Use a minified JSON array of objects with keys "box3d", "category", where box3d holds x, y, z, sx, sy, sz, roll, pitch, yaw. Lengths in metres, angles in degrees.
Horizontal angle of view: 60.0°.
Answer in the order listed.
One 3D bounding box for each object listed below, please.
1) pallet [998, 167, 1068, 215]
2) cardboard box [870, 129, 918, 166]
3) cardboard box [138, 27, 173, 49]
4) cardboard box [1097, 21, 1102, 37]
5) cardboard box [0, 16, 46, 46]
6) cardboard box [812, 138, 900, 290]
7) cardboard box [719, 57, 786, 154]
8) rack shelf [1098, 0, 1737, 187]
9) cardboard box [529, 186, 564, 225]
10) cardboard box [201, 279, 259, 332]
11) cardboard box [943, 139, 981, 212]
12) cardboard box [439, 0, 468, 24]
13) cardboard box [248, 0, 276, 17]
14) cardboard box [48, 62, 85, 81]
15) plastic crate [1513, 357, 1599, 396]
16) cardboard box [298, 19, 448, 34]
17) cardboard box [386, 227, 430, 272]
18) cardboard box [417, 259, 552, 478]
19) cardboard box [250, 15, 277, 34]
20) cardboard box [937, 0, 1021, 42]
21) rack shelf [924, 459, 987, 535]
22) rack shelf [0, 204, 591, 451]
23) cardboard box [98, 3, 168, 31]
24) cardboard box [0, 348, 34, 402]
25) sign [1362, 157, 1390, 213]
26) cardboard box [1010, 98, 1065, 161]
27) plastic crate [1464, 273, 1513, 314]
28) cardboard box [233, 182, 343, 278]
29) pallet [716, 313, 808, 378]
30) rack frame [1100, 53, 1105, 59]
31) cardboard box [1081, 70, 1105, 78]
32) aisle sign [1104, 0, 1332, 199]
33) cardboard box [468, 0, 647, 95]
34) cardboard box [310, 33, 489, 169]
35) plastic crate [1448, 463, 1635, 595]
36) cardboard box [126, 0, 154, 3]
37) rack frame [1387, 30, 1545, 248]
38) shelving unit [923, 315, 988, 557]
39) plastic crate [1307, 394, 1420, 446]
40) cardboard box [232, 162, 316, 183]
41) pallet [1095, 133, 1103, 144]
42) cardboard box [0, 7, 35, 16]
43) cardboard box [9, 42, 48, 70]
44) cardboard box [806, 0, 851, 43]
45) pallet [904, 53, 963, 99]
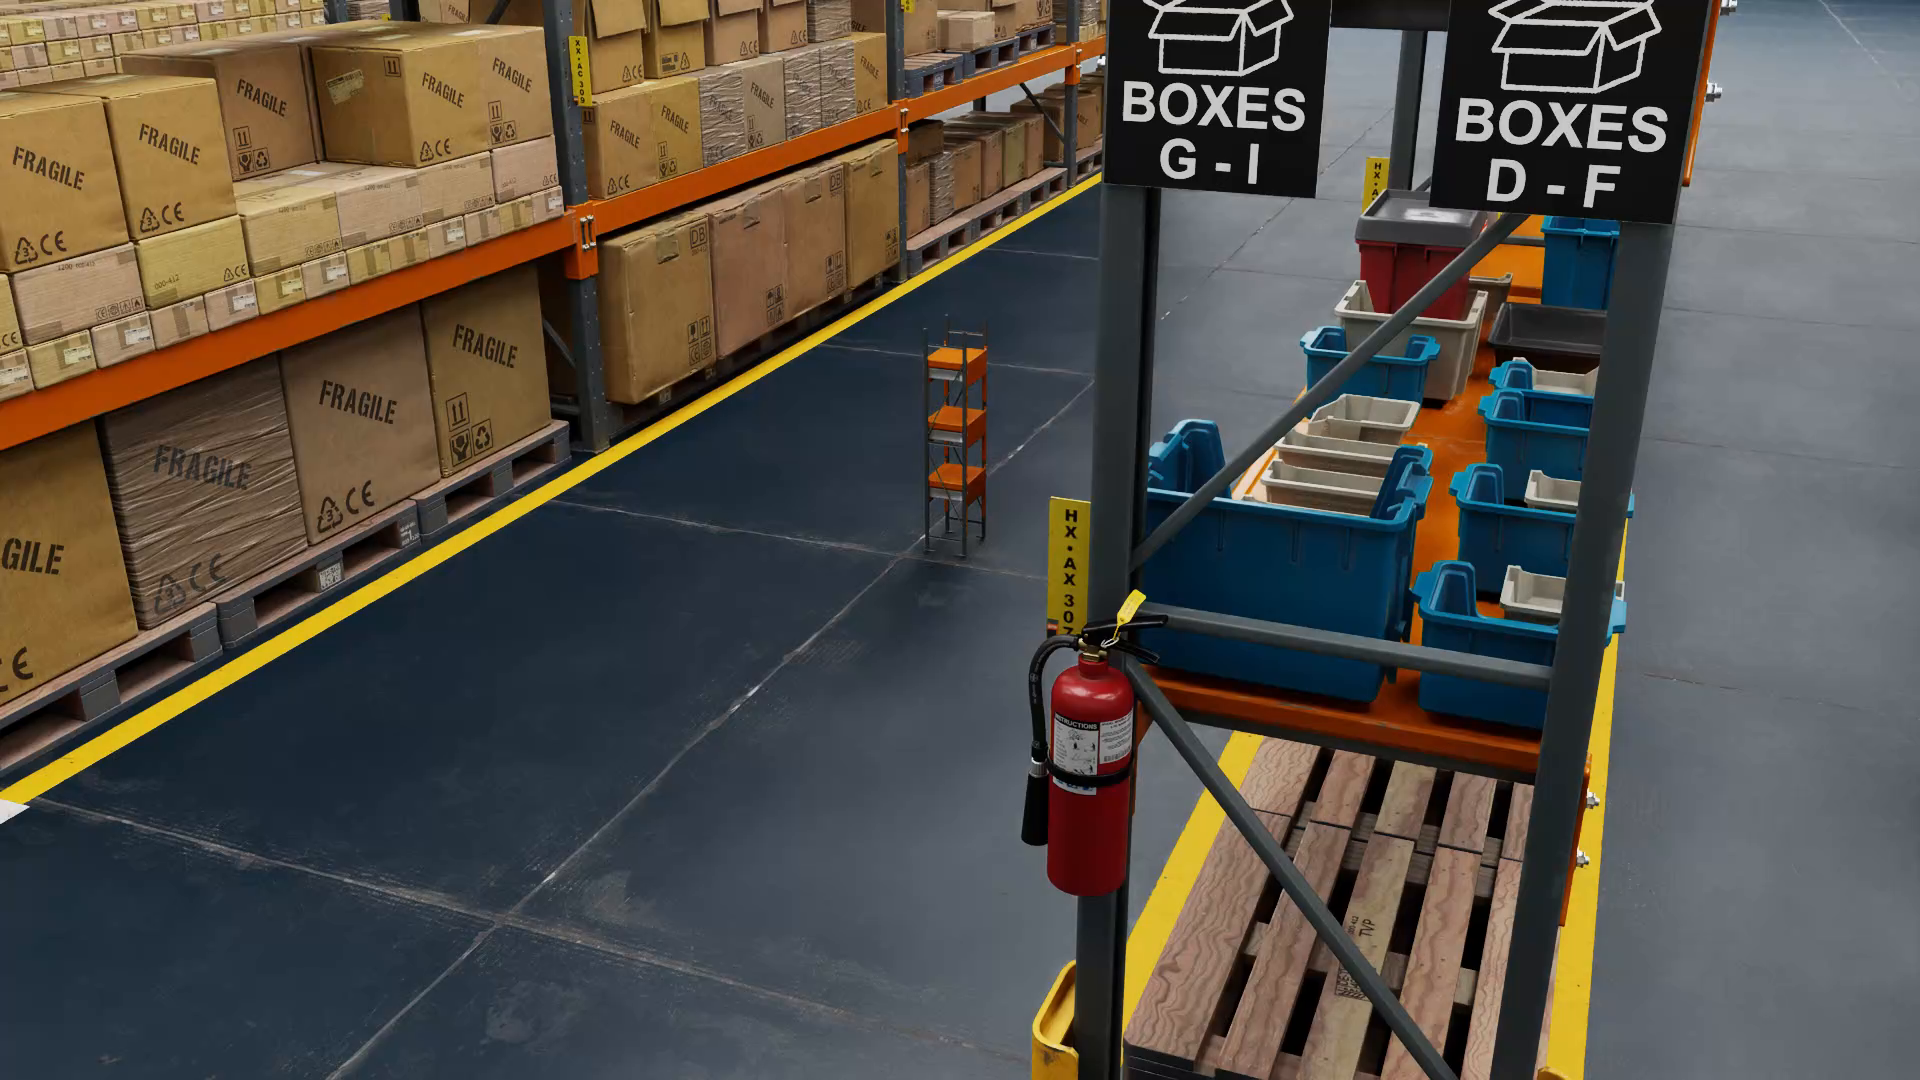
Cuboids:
[{"box3d":[0.320,-3.221,15.188,1.003,0.211,1.213,9,24,20],"category":"pallet"},{"box3d":[-0.657,-2.995,12.728,0.500,0.250,0.500,10,25,22],"category":"cardboard box"},{"box3d":[-5.779,-3.521,11.682,0.380,0.149,0.250,8,24,19],"category":"cardboard box"},{"box3d":[1.139,-4.886,15.881,0.380,0.149,0.250,9,24,20],"category":"cardboard box"},{"box3d":[-6.162,-3.290,10.743,0.380,0.149,0.250,9,24,21],"category":"cardboard box"},{"box3d":[-1.153,-2.325,11.636,1.225,0.875,0.875,8,24,18],"category":"cardboard box"},{"box3d":[-1.401,-2.644,10.058,0.500,0.500,0.500,9,24,21],"category":"cardboard box"},{"box3d":[1.492,-1.551,4.614,1.077,0.370,4.000,9,24,20],"category":"rack shelf"},{"box3d":[-2.173,-1.652,8.139,0.380,0.149,0.250,9,24,20],"category":"cardboard box"},{"box3d":[-2.936,-0.917,6.379,0.380,0.149,0.250,8,24,19],"category":"cardboard box"},{"box3d":[-0.249,-3.052,13.837,0.700,0.500,0.500,11,25,24],"category":"cardboard box"},{"box3d":[-4.654,-4.633,14.819,0.500,0.500,0.500,9,24,20],"category":"cardboard box"},{"box3d":[-5.394,-4.030,12.515,0.380,0.149,0.250,10,25,22],"category":"cardboard box"},{"box3d":[-6.069,-3.102,11.066,0.380,0.149,0.250,9,24,21],"category":"cardboard box"},{"box3d":[1.867,-0.455,5.211,0.293,0.136,0.466,9,24,20],"category":"plastic crate"},{"box3d":[-2.779,-2.203,7.969,0.500,0.500,0.500,9,24,20],"category":"cardboard box"},{"box3d":[-2.554,-1.284,7.258,0.380,0.149,0.250,9,24,21],"category":"cardboard box"},{"box3d":[-2.683,-0.913,8.255,0.875,0.875,0.875,9,24,20],"category":"cardboard box"},{"box3d":[-5.399,-3.885,12.553,0.380,0.149,0.250,9,24,21],"category":"cardboard box"},{"box3d":[0.050,-4.395,13.701,0.797,0.503,0.637,11,25,25],"category":"cardboard box"},{"box3d":[-0.020,-0.199,7.613,0.215,0.259,0.240,9,24,20],"category":"rack shelf"},{"box3d":[-3.106,-0.876,6.890,1.077,0.370,4.000,9,24,20],"category":"rack shelf"},{"box3d":[-5.781,-3.658,11.624,0.380,0.149,0.250,10,24,22],"category":"cardboard box"},{"box3d":[-3.317,-0.549,5.497,0.380,0.149,0.250,8,24,19],"category":"cardboard box"},{"box3d":[1.725,-1.422,6.904,0.100,0.325,0.005,9,24,20],"category":"sign"},{"box3d":[0.794,-3.965,16.048,0.500,0.500,0.500,8,24,18],"category":"cardboard box"},{"box3d":[1.930,-0.975,6.456,0.396,0.136,0.243,9,24,20],"category":"plastic crate"},{"box3d":[-2.854,-1.248,6.654,0.500,0.250,0.500,8,24,19],"category":"cardboard box"},{"box3d":[-1.695,-1.362,10.738,1.003,0.211,1.213,9,24,20],"category":"pallet"},{"box3d":[2.094,-6.218,18.745,1.000,3.000,0.127,9,24,20],"category":"rack frame"},{"box3d":[1.656,-4.819,18.093,0.500,0.500,0.500,16,28,34],"category":"cardboard box"},{"box3d":[0.451,-0.999,2.878,0.394,0.787,0.004,9,24,20],"category":"aisle sign"},{"box3d":[-2.134,-2.663,8.802,0.797,0.503,0.637,8,24,19],"category":"cardboard box"},{"box3d":[-2.476,-1.957,7.378,0.500,0.500,0.500,9,24,21],"category":"cardboard box"},{"box3d":[1.391,-0.011,4.023,0.416,0.233,0.300,9,24,20],"category":"plastic crate"},{"box3d":[-6.187,-3.941,12.302,0.380,0.149,0.250,10,25,23],"category":"cardboard box"},{"box3d":[2.235,-1.215,6.767,1.000,3.000,0.127,9,24,20],"category":"rack frame"},{"box3d":[-0.020,-0.465,7.502,0.215,1.050,0.252,9,24,20],"category":"shelving unit"},{"box3d":[1.179,-0.321,4.890,0.298,0.136,0.250,9,24,20],"category":"plastic crate"},{"box3d":[-3.158,-1.498,7.253,0.500,0.250,0.500,9,24,21],"category":"cardboard box"},{"box3d":[1.276,-4.184,17.492,1.003,0.211,1.213,9,24,20],"category":"pallet"},{"box3d":[-6.574,-3.564,11.400,0.380,0.149,0.250,8,24,18],"category":"cardboard box"},{"box3d":[-6.168,-3.146,10.785,0.380,0.149,0.250,9,24,21],"category":"cardboard box"},{"box3d":[-1.164,-3.605,11.058,0.797,0.503,0.637,10,25,22],"category":"cardboard box"},{"box3d":[-0.712,-3.537,12.575,1.213,0.211,1.003,9,24,20],"category":"pallet"}]
